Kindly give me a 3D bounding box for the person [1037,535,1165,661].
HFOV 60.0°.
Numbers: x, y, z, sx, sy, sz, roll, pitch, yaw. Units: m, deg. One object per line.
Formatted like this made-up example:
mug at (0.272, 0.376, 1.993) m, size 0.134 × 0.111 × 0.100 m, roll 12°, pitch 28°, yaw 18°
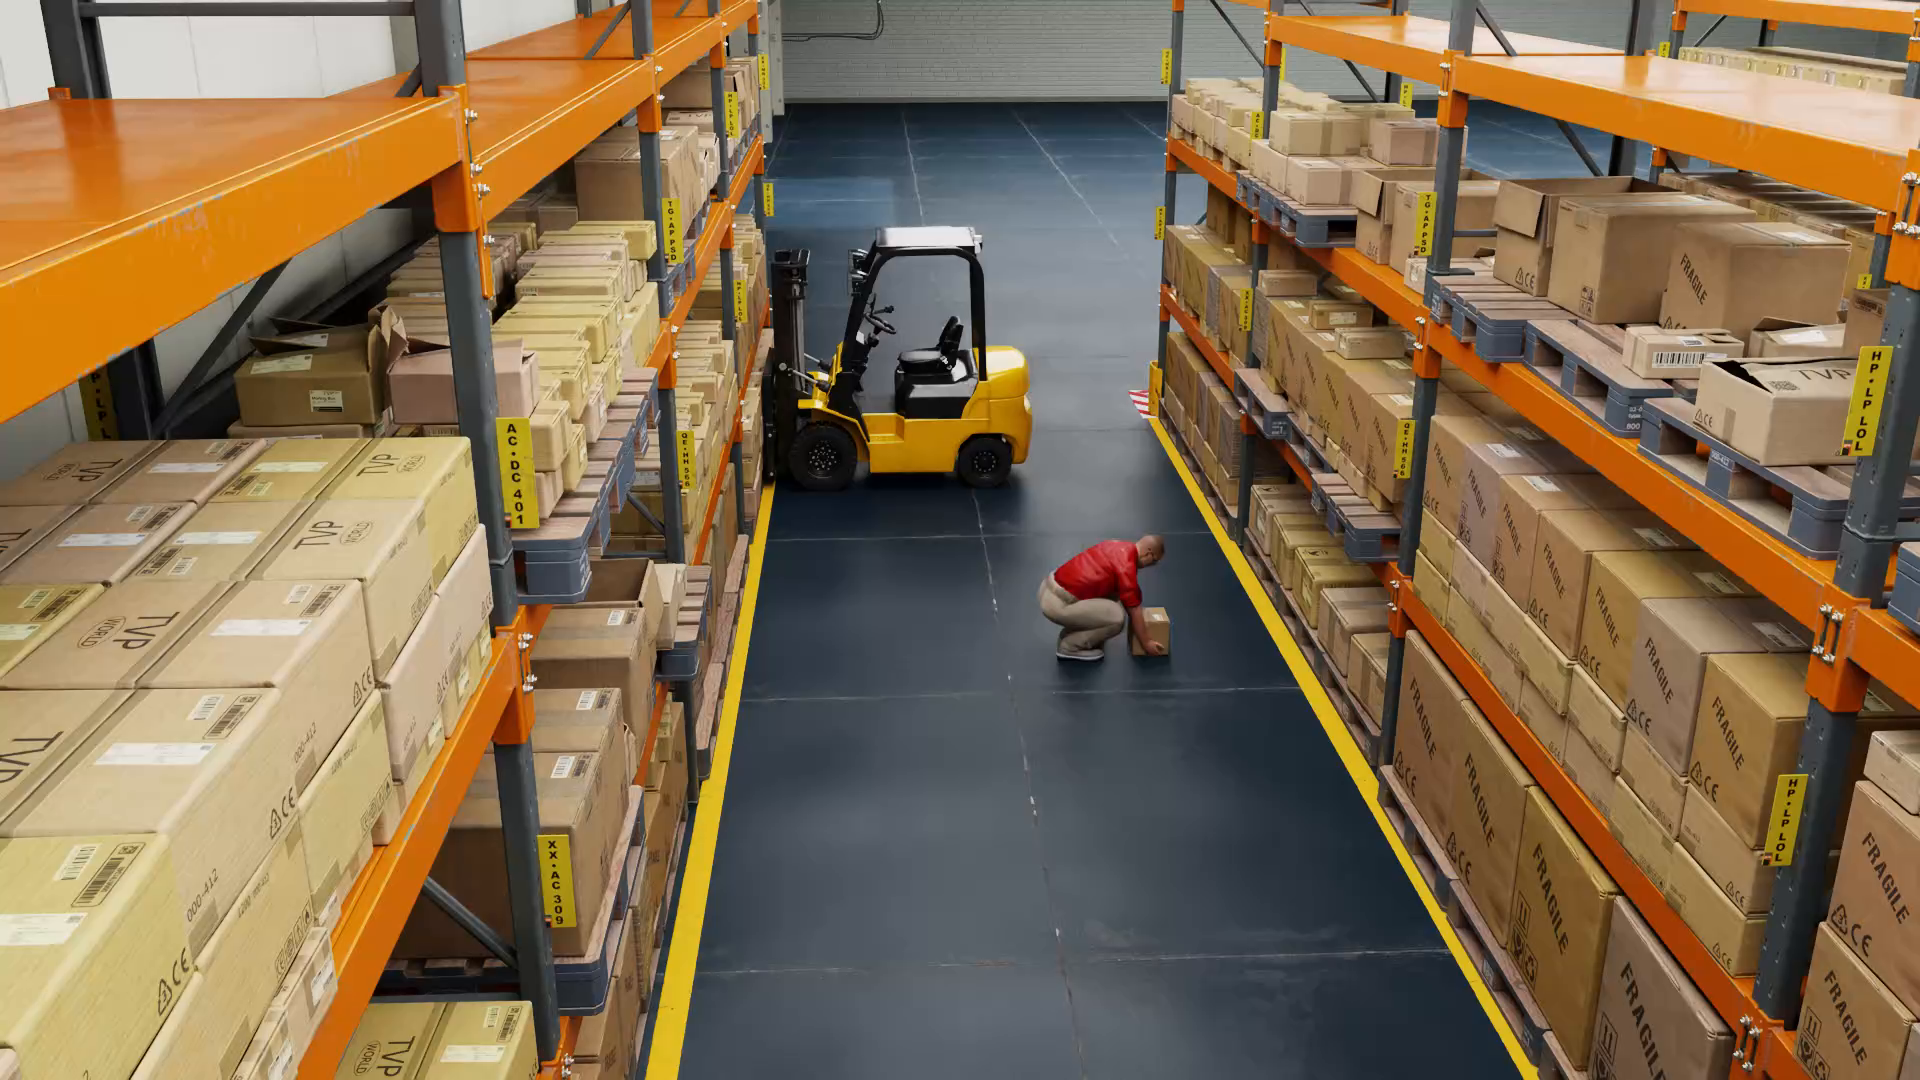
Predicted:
person at (0.969, 0.396, 11.413) m, size 0.872 × 0.855 × 0.545 m, roll -1°, pitch 20°, yaw -3°
